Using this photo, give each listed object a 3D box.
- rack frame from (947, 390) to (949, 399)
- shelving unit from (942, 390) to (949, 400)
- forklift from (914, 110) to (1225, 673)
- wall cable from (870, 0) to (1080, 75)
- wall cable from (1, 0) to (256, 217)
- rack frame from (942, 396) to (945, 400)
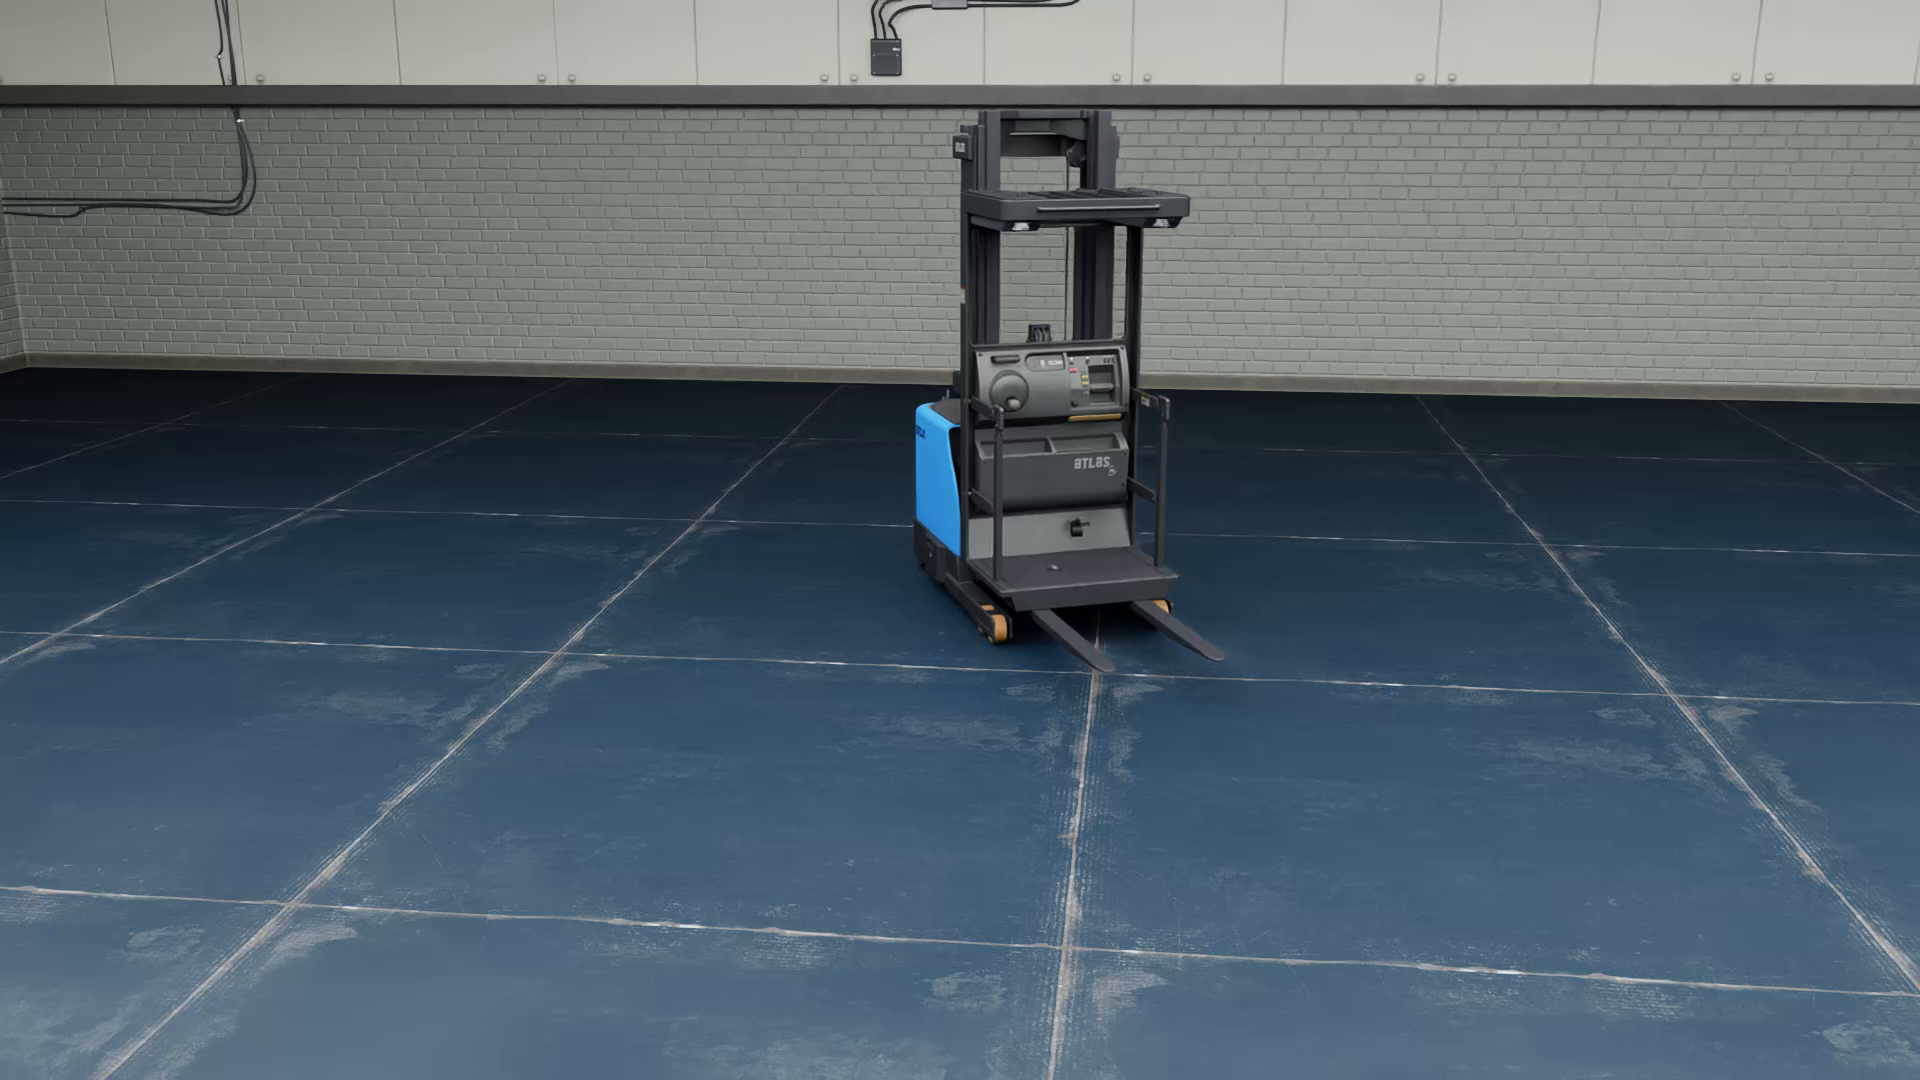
[{"bbox_3d":[0.008,-0.525,11.591,0.200,1.050,0.008,2,15,6],"label":"rack frame"},{"bbox_3d":[-0.006,-0.493,11.474,0.215,1.050,0.252,2,15,6],"label":"shelving unit"},{"bbox_3d":[0.608,-0.941,9.527,1.130,2.935,3.031,-5,16,-16],"label":"forklift"},{"bbox_3d":[0.239,-7.624,16.103,2.305,6.003,0.169,2,15,6],"label":"wall cable"},{"bbox_3d":[-9.192,-4.767,18.002,3.097,2.526,0.112,2,15,6],"label":"wall cable"},{"bbox_3d":[-0.020,-0.461,11.357,0.200,1.050,0.008,2,15,6],"label":"rack frame"}]
